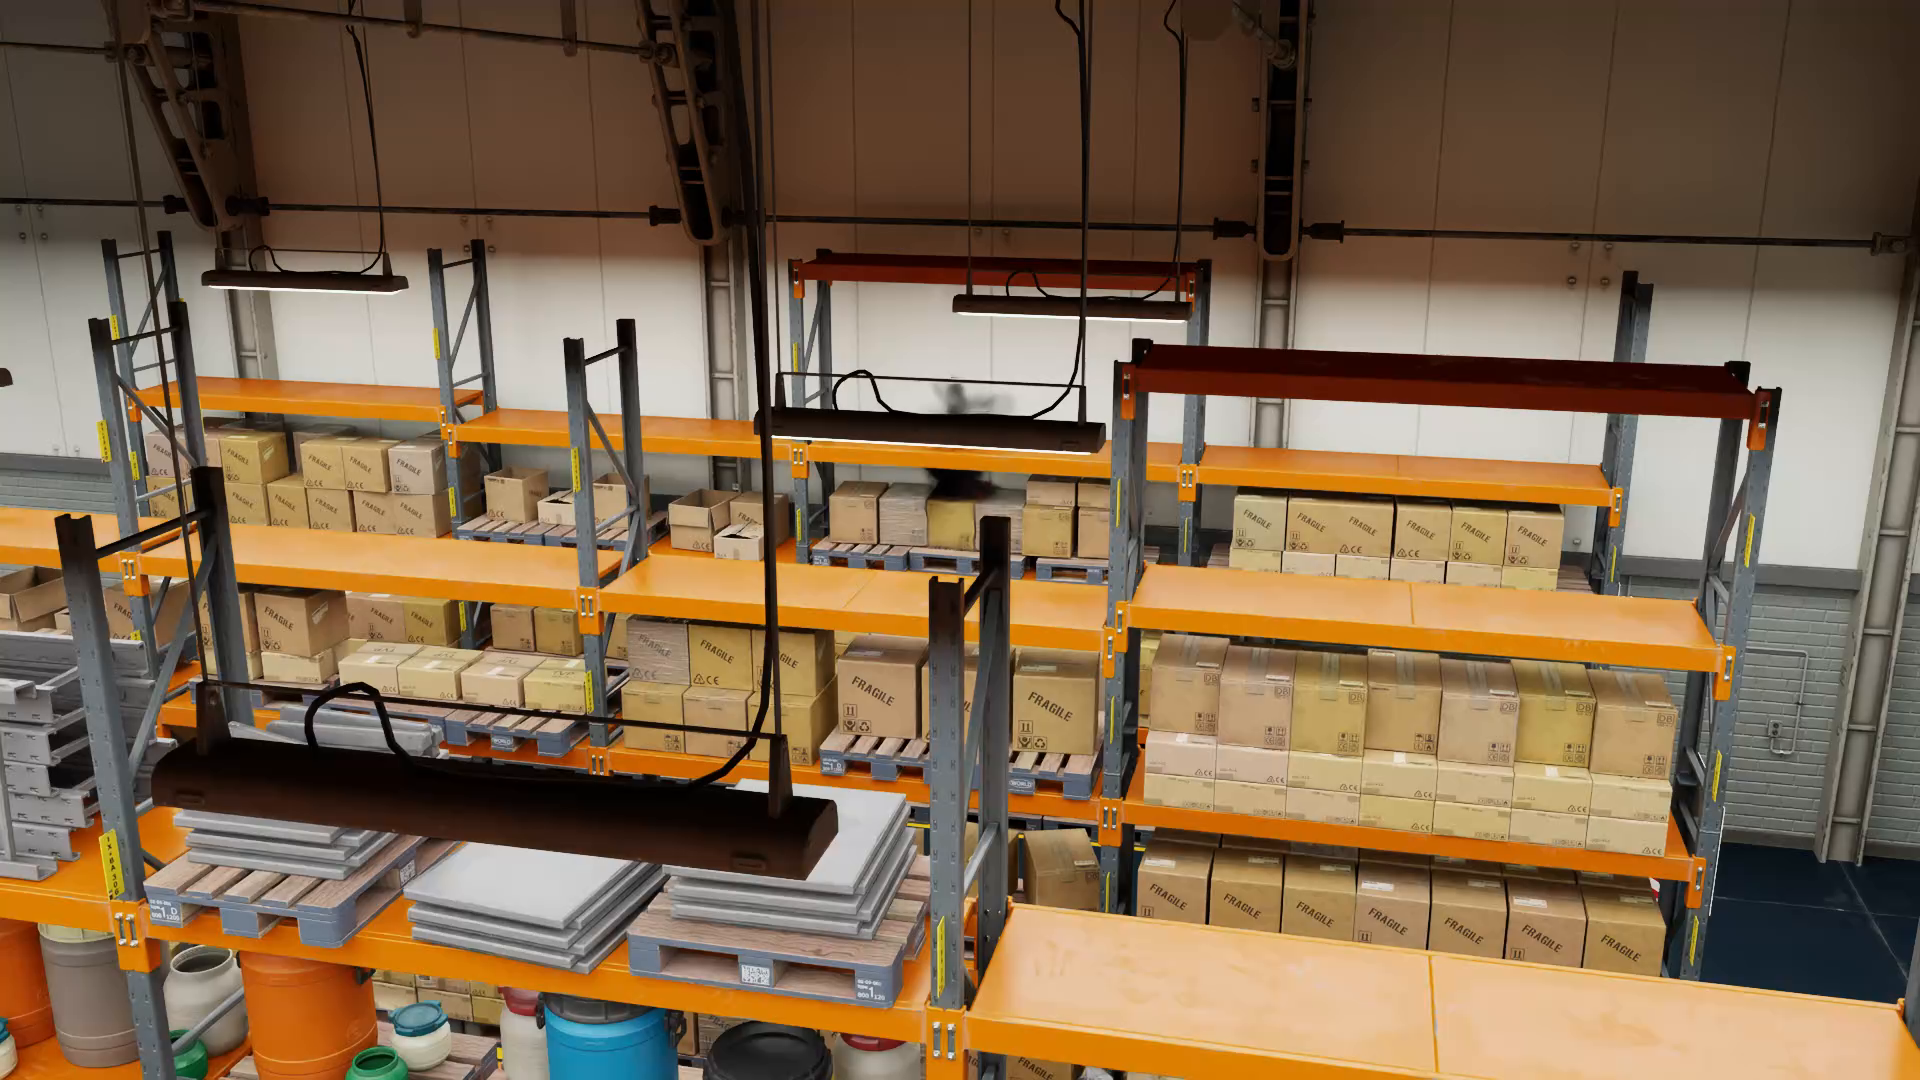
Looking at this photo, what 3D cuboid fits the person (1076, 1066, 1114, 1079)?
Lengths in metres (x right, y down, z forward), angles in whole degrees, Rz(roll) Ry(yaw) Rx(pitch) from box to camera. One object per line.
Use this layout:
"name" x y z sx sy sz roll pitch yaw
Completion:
"person" 0.882 4.230 10.873 0.733 1.750 0.663 0 16 -1
